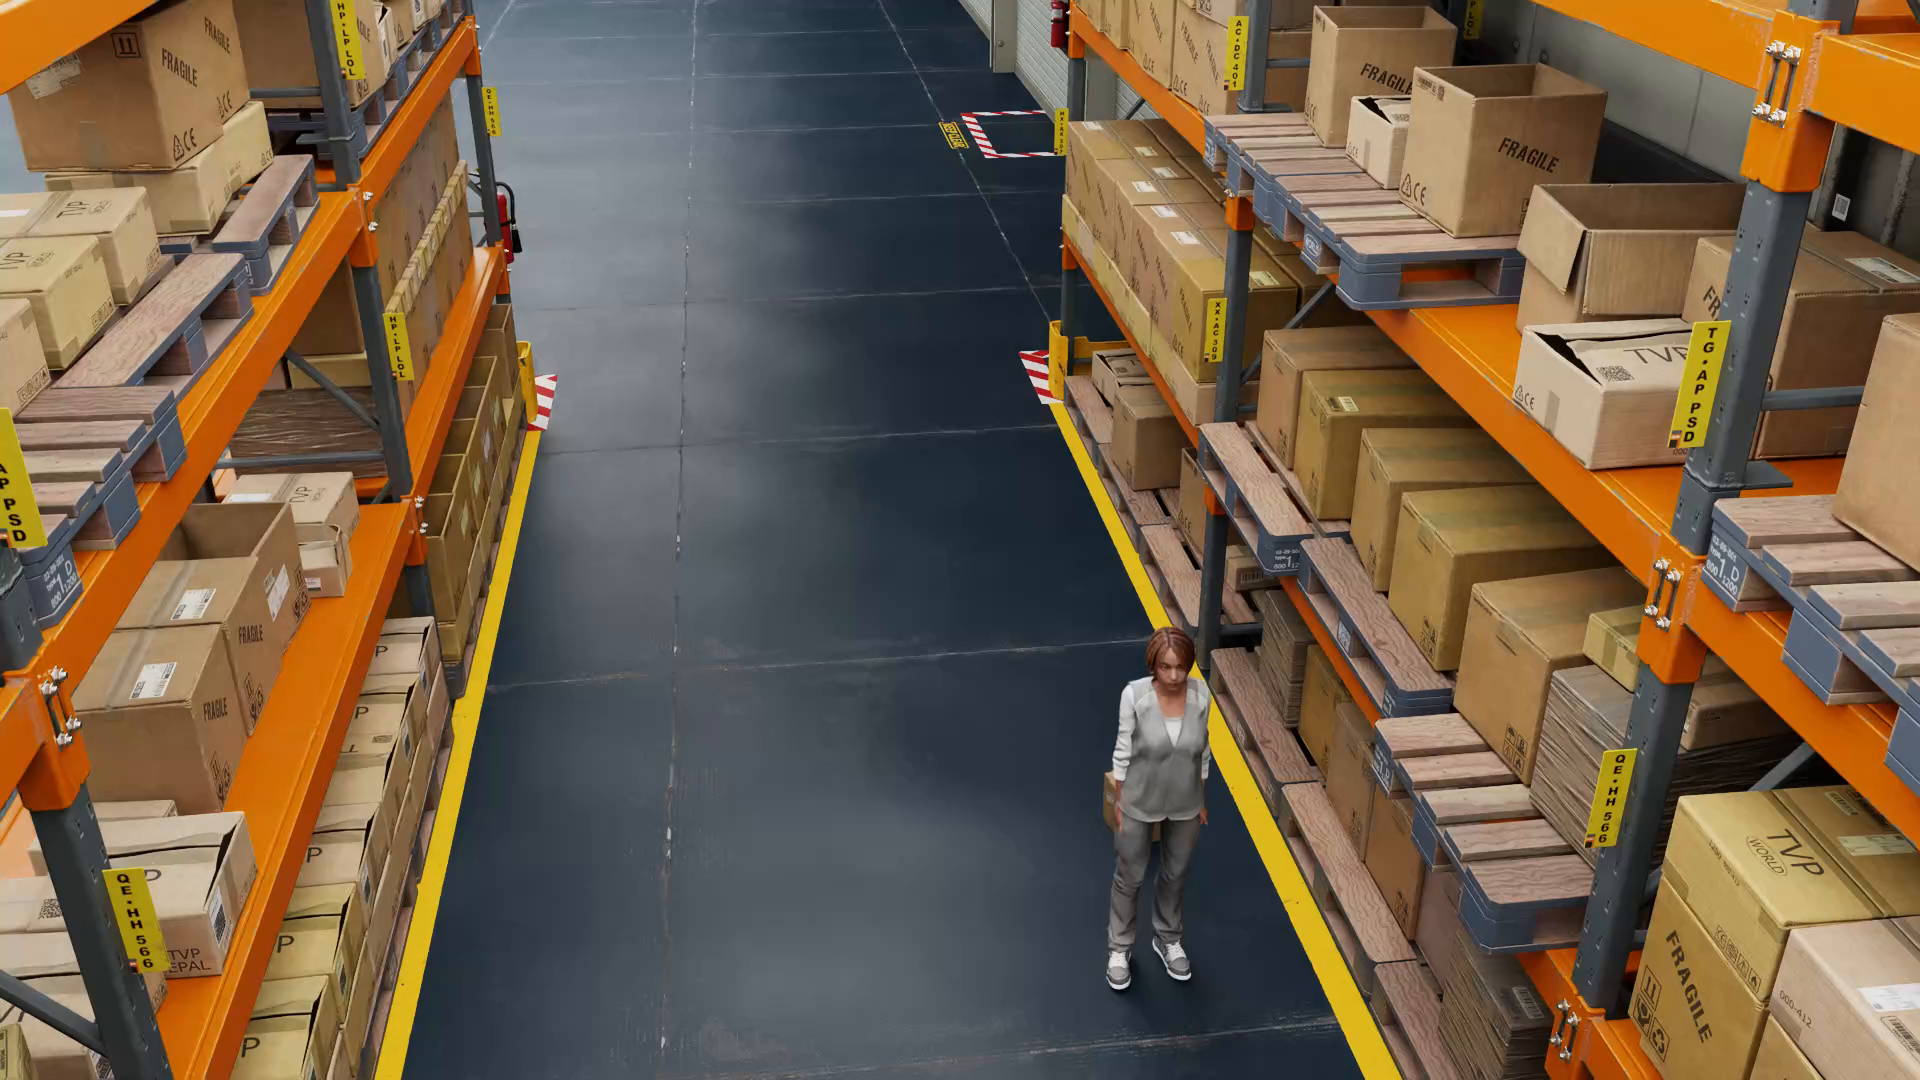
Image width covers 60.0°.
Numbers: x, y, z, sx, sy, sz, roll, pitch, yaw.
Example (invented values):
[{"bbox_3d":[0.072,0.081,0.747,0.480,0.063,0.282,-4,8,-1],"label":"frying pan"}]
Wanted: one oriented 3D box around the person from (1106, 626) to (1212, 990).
[{"bbox_3d":[0.794,1.058,6.594,0.409,1.602,0.330,-4,28,-8],"label":"person"}]
